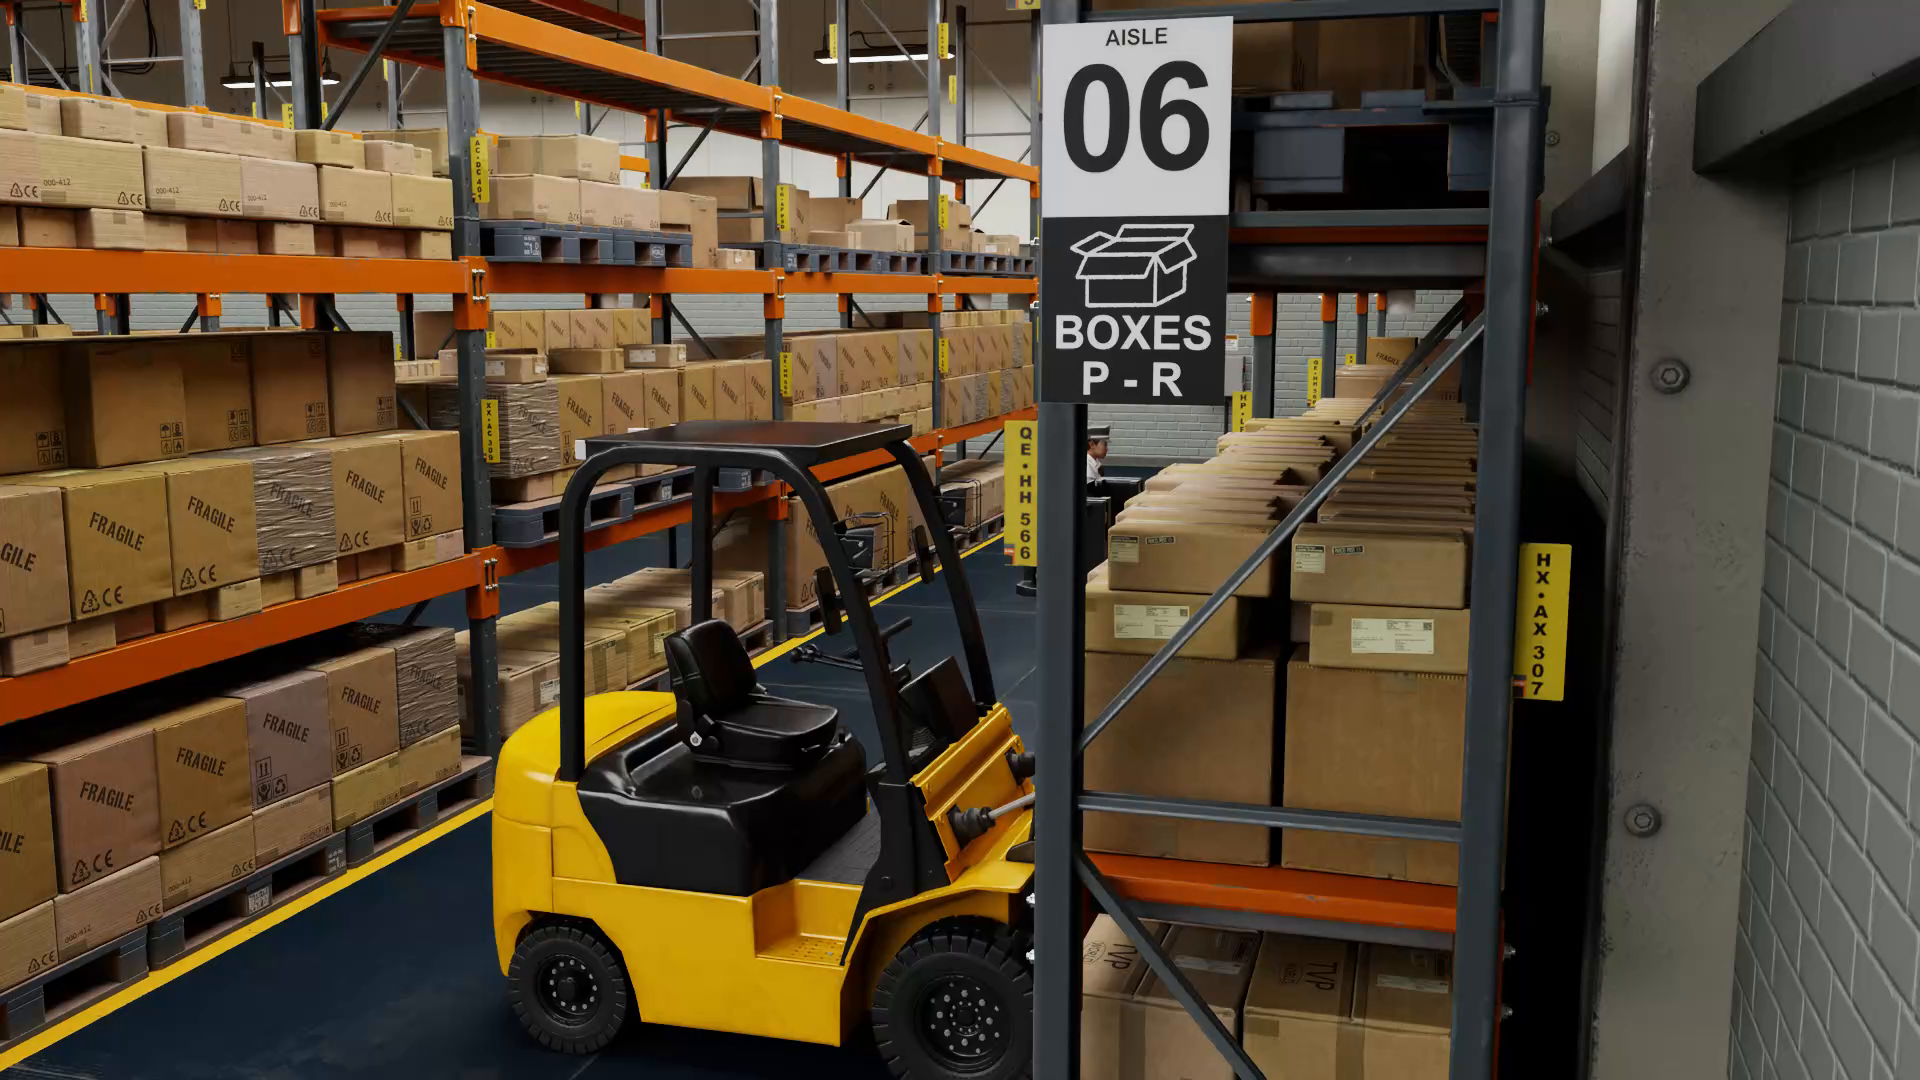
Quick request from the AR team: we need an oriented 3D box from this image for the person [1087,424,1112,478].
[{"bbox_3d":[0.959,-0.047,12.644,0.379,1.663,0.536,2,9,15],"label":"person"}]
